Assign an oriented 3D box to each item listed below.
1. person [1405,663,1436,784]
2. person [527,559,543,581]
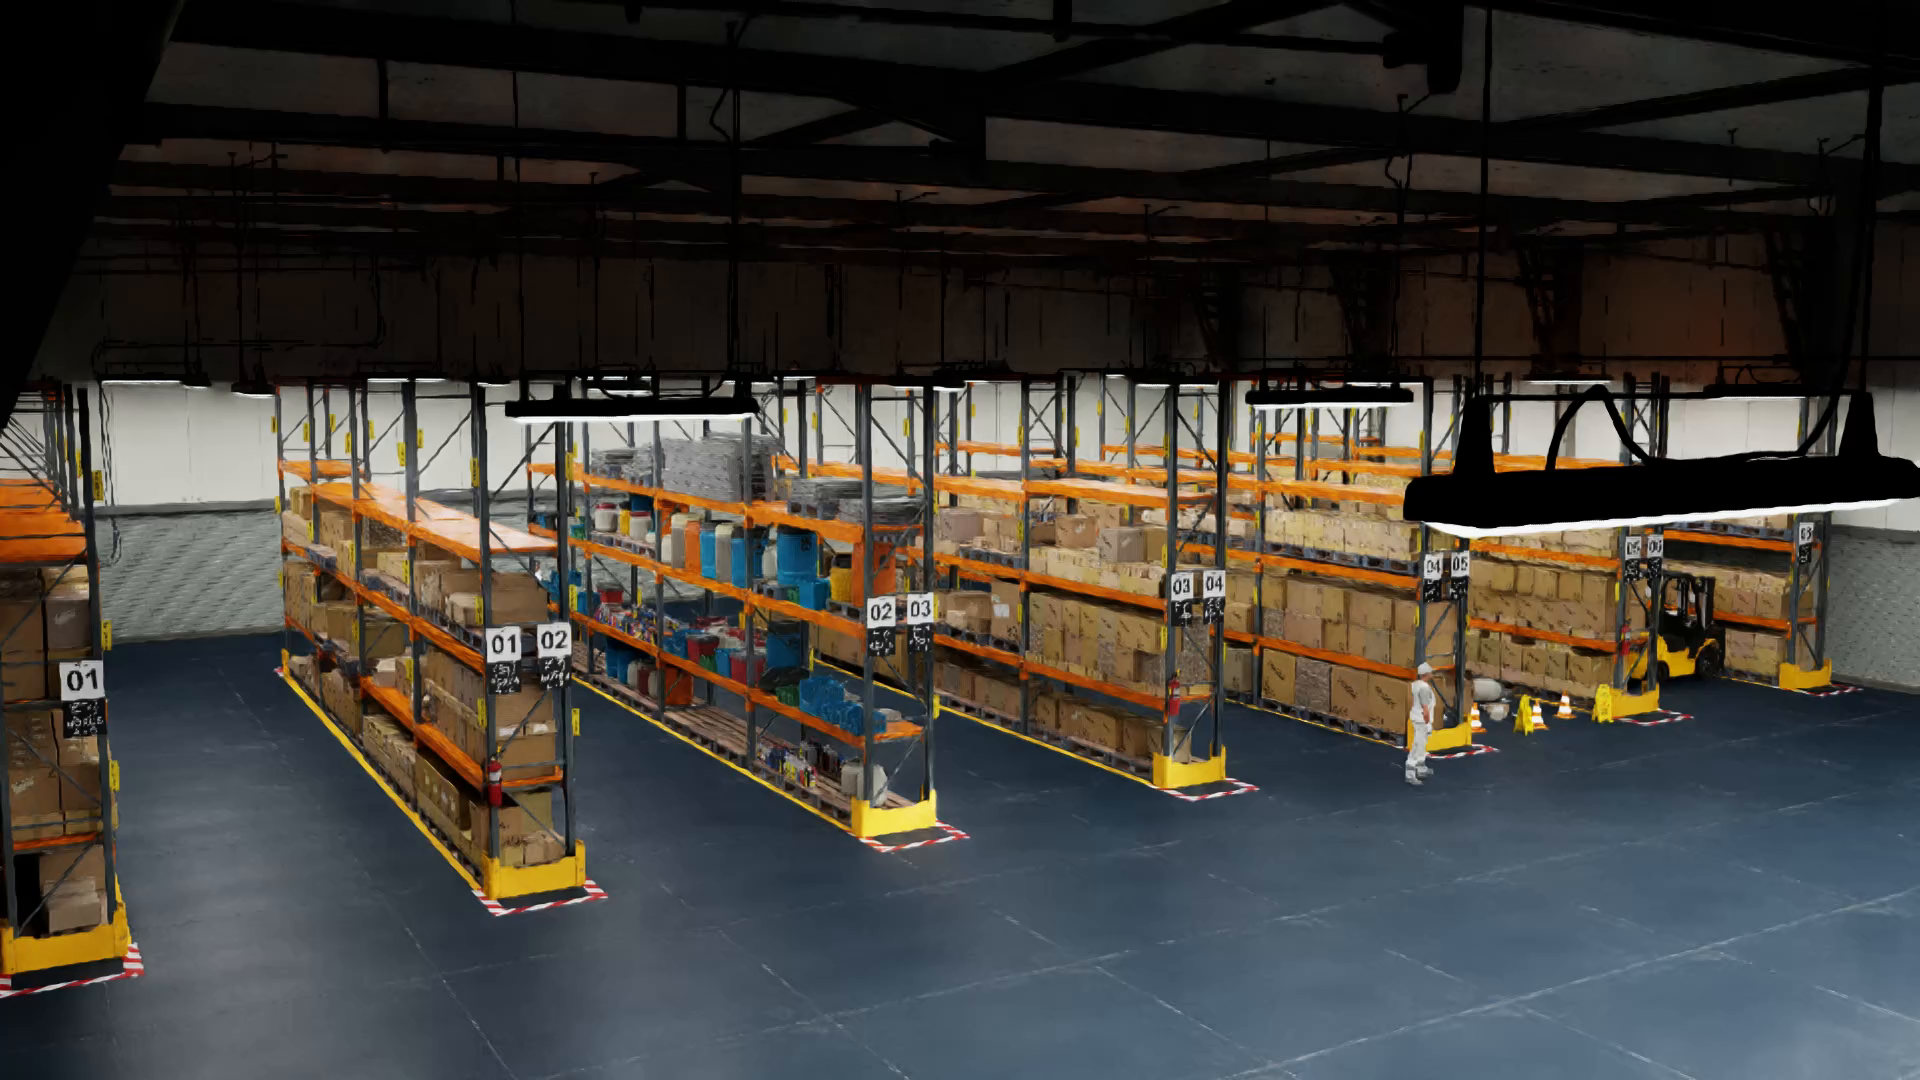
[{"bbox_3d":[6.917,2.711,24.880,0.526,1.784,0.702,0,6,4],"label":"person"},{"bbox_3d":[-10.062,1.232,39.232,0.813,1.607,0.638,6,9,43],"label":"person"}]
